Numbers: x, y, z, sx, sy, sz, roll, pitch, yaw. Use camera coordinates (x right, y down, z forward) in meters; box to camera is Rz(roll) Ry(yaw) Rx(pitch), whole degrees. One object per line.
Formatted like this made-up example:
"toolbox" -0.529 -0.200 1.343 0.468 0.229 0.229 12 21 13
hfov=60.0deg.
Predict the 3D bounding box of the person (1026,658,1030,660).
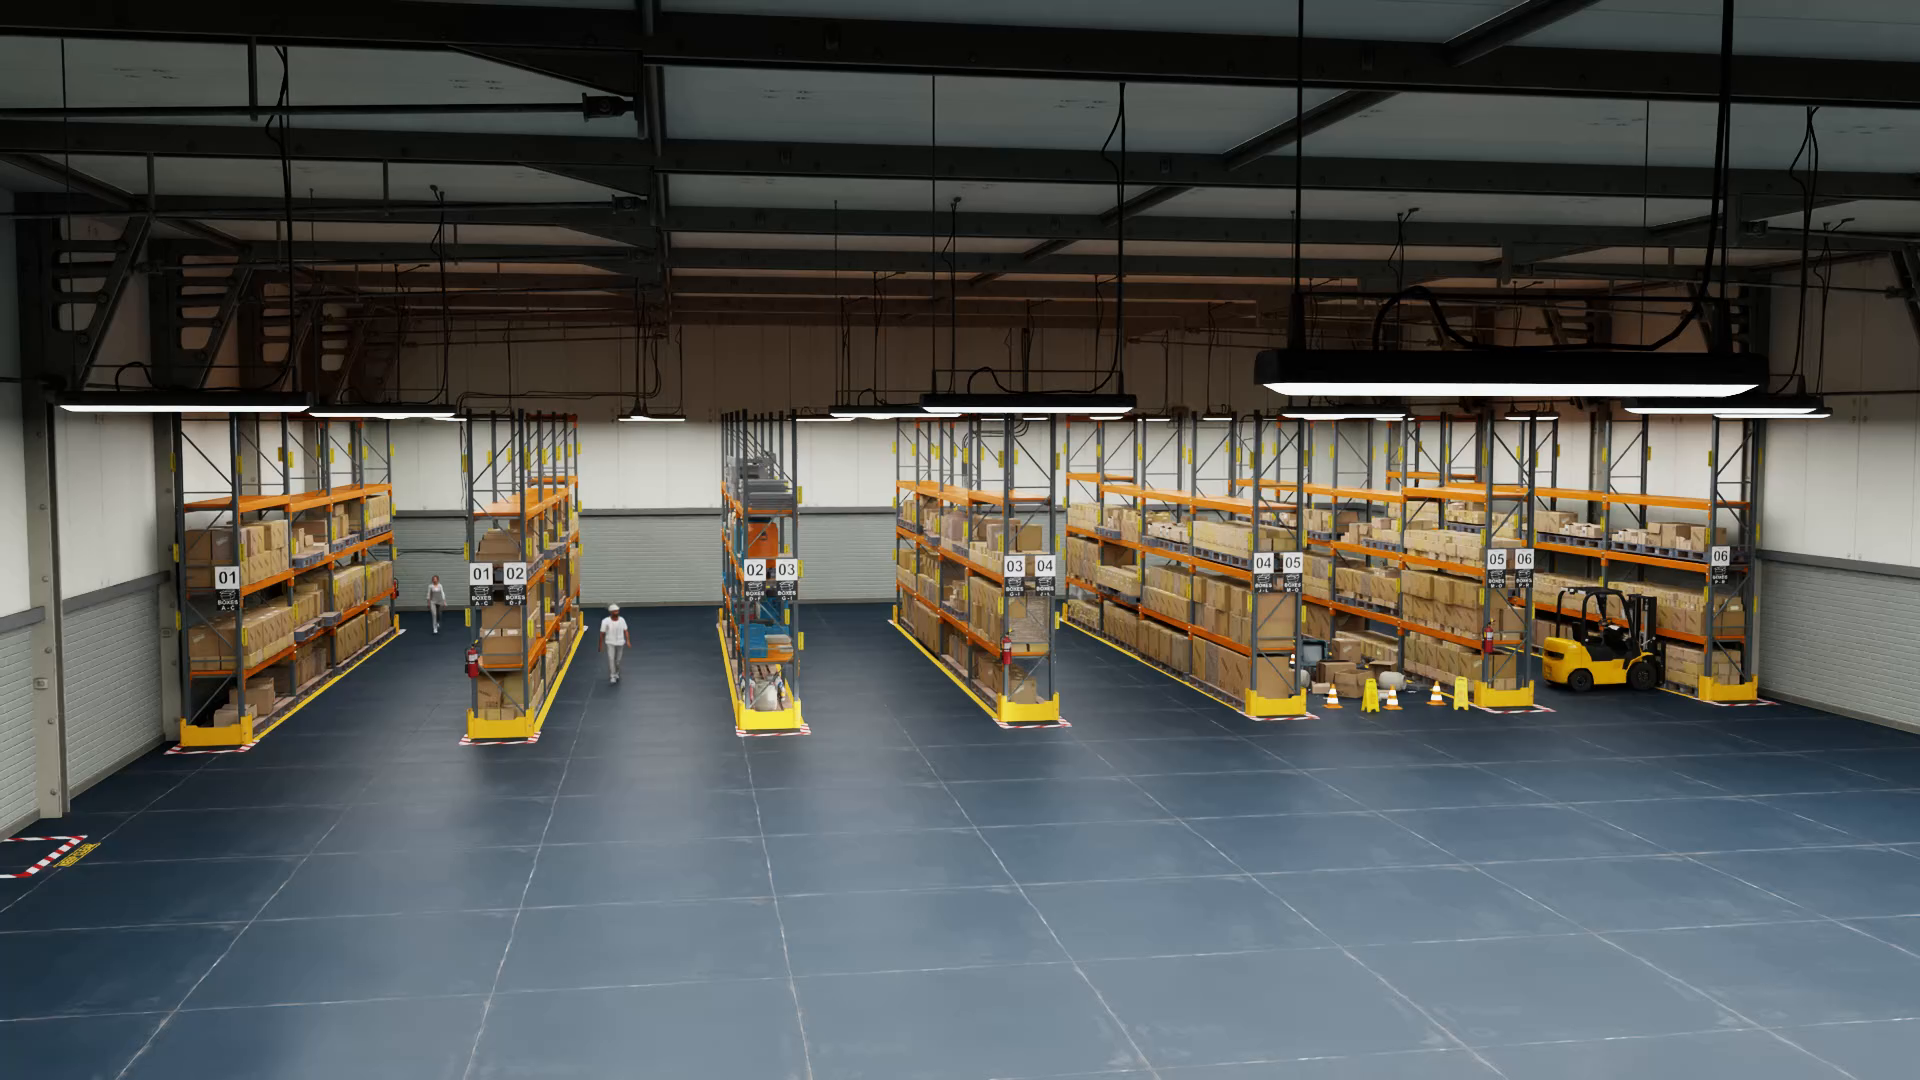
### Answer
"person" 1.644 2.148 40.123 0.579 1.518 0.798 0 4 0

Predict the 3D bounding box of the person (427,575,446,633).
"person" -14.399 1.737 45.719 0.477 1.555 0.899 -2 4 -25

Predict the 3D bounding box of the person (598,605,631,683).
"person" -7.642 2.281 36.792 0.674 1.698 1.090 -2 4 -24

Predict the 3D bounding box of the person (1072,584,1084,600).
"person" 3.674 1.314 51.004 0.492 1.669 0.632 3 5 39
